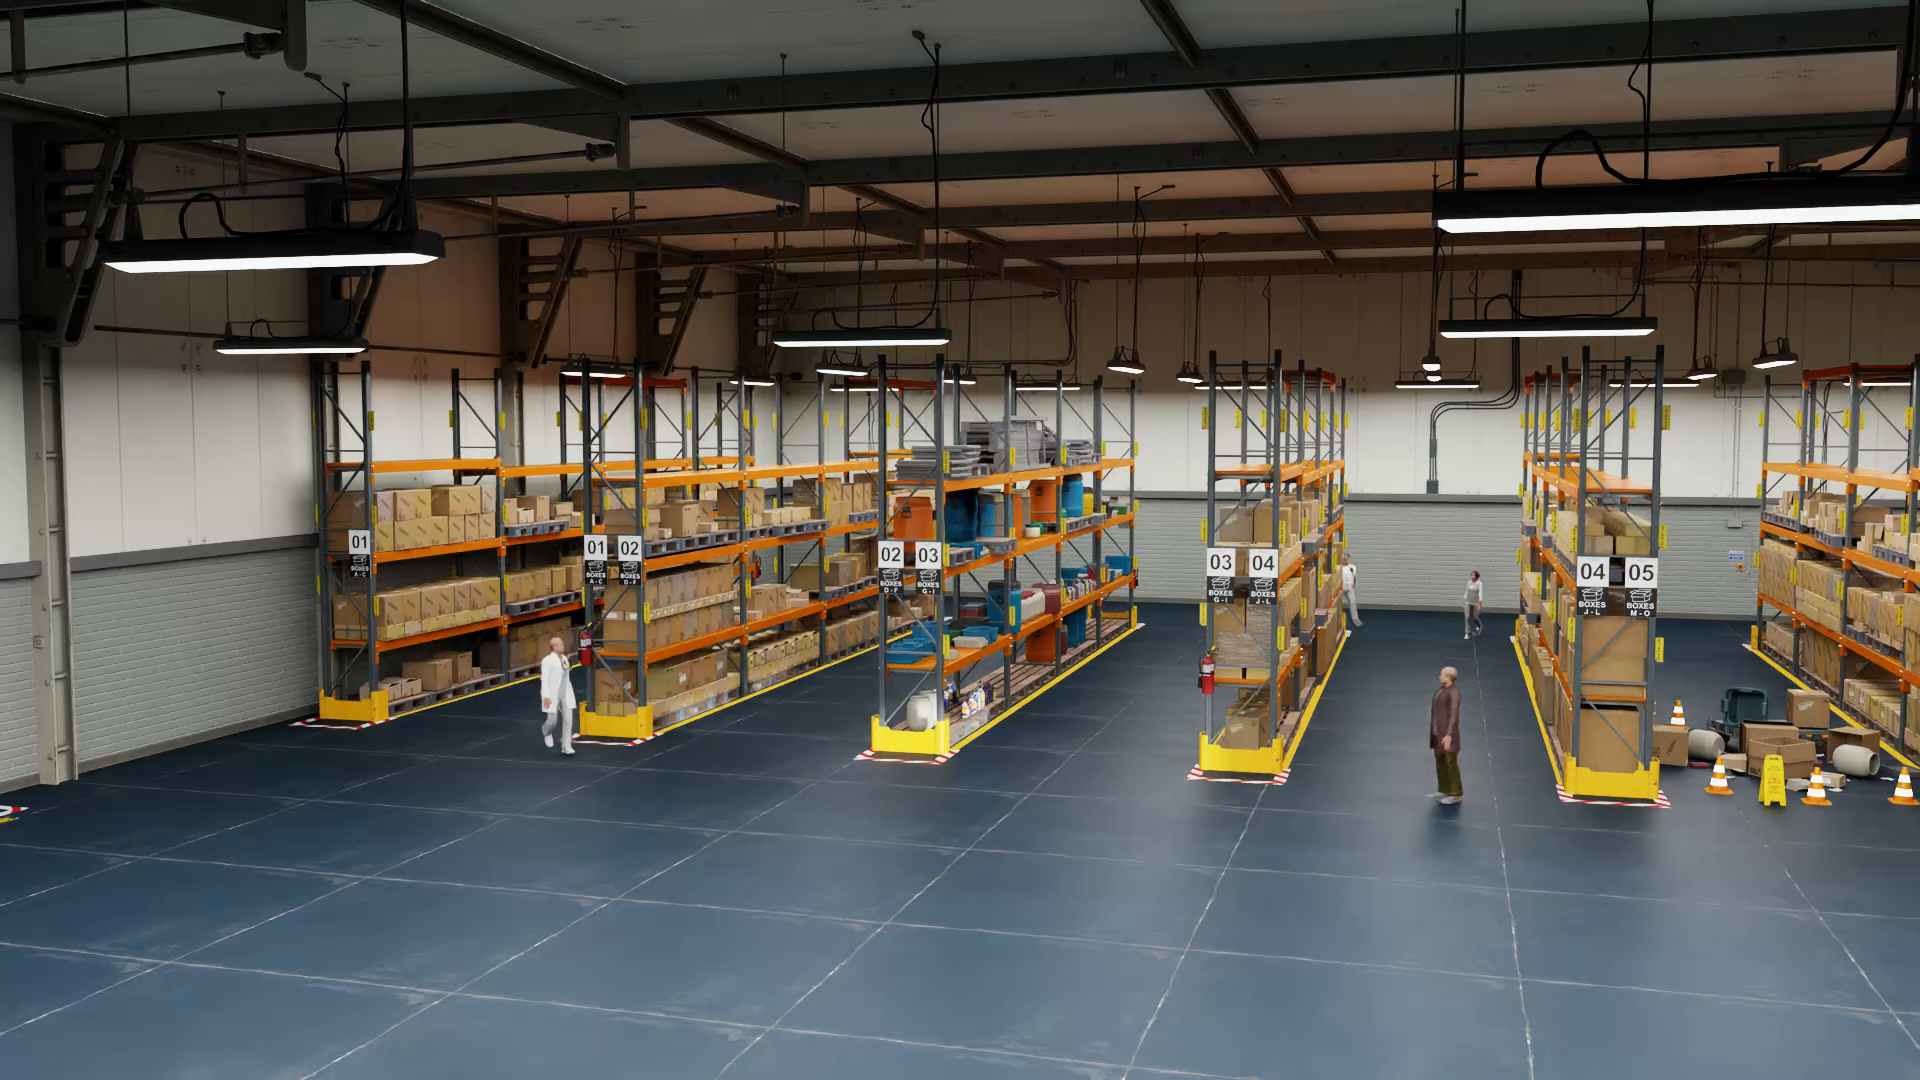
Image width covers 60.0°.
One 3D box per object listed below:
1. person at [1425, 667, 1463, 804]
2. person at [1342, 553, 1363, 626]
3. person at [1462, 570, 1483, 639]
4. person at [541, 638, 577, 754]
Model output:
[{"bbox_3d":[6.386,2.559,21.870,0.430,1.795,0.647,-1,4,-18],"label":"person"},{"bbox_3d":[9.480,1.194,40.862,0.651,1.736,0.937,-1,4,-15],"label":"person"},{"bbox_3d":[11.819,1.479,38.306,0.470,1.579,0.629,3,5,33],"label":"person"},{"bbox_3d":[-6.089,2.331,25.069,0.580,1.751,0.817,-2,5,-31],"label":"person"}]
